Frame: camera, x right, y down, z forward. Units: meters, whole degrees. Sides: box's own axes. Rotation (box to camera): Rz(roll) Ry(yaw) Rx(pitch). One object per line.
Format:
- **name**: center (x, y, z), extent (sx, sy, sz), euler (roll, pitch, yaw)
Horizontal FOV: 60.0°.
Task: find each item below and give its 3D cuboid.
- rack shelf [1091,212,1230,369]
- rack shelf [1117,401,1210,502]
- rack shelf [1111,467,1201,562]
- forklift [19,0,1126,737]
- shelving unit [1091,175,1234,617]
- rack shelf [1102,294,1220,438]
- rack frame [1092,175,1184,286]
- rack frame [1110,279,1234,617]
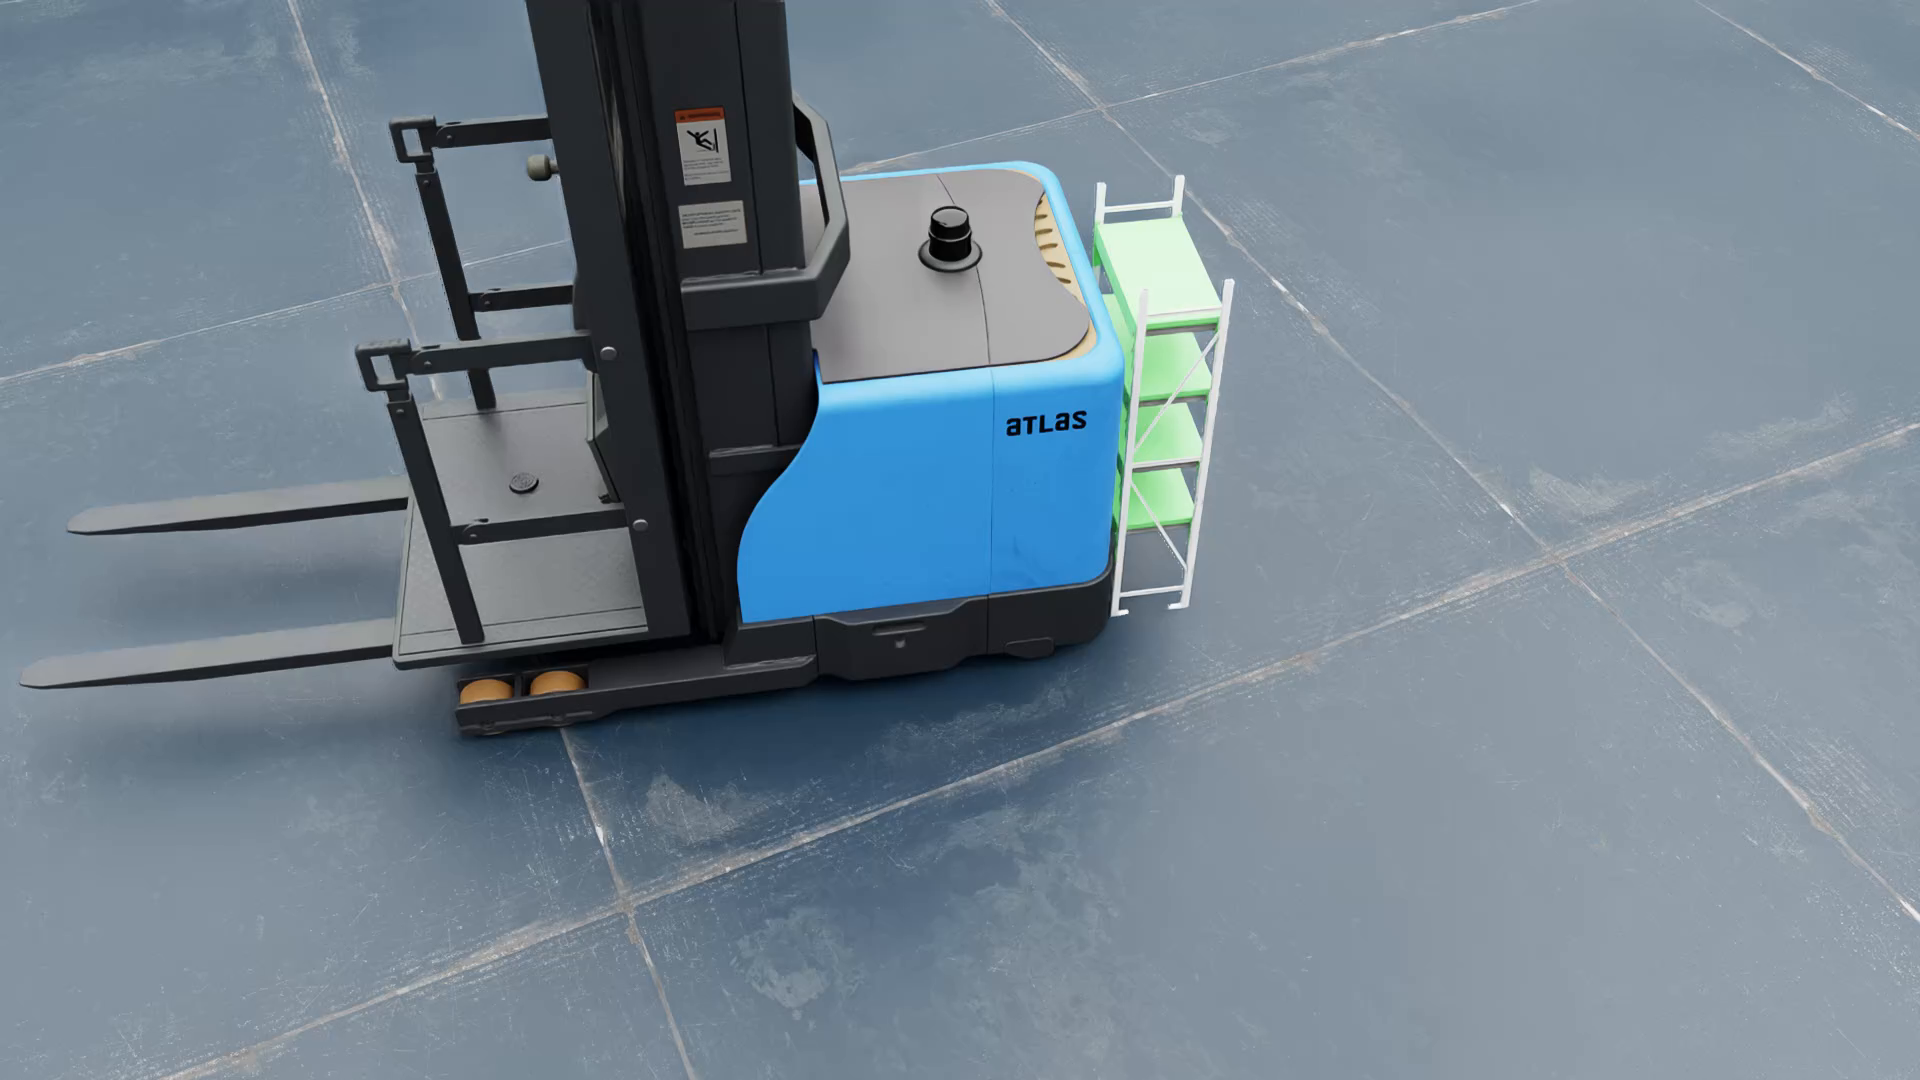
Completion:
- **rack shelf**: center (0.533, -0.680, 4.492), extent (0.258, 0.148, 0.480), euler (-7, 45, -7)
- **rack shelf**: center (0.533, -0.338, 4.829), extent (0.258, 0.148, 0.480), euler (-7, 45, -7)
- **rack shelf**: center (0.533, -0.167, 4.998), extent (0.258, 0.148, 0.480), euler (-7, 45, -7)
- **forklift**: center (-1.128, -0.894, 4.070), extent (3.031, 2.935, 1.130), euler (-7, 45, -7)
- **shelving unit**: center (0.533, -0.384, 4.784), extent (0.258, 1.200, 0.503), euler (-7, 45, -7)
- **rack shelf**: center (0.533, -0.509, 4.661), extent (0.258, 0.148, 0.480), euler (-7, 45, -7)
- **rack frame**: center (0.493, -0.553, 4.956), extent (0.240, 1.200, 0.015), euler (-7, 45, -7)
- **rack frame**: center (0.573, -0.215, 4.613), extent (0.240, 1.200, 0.015), euler (-7, 45, -7)
